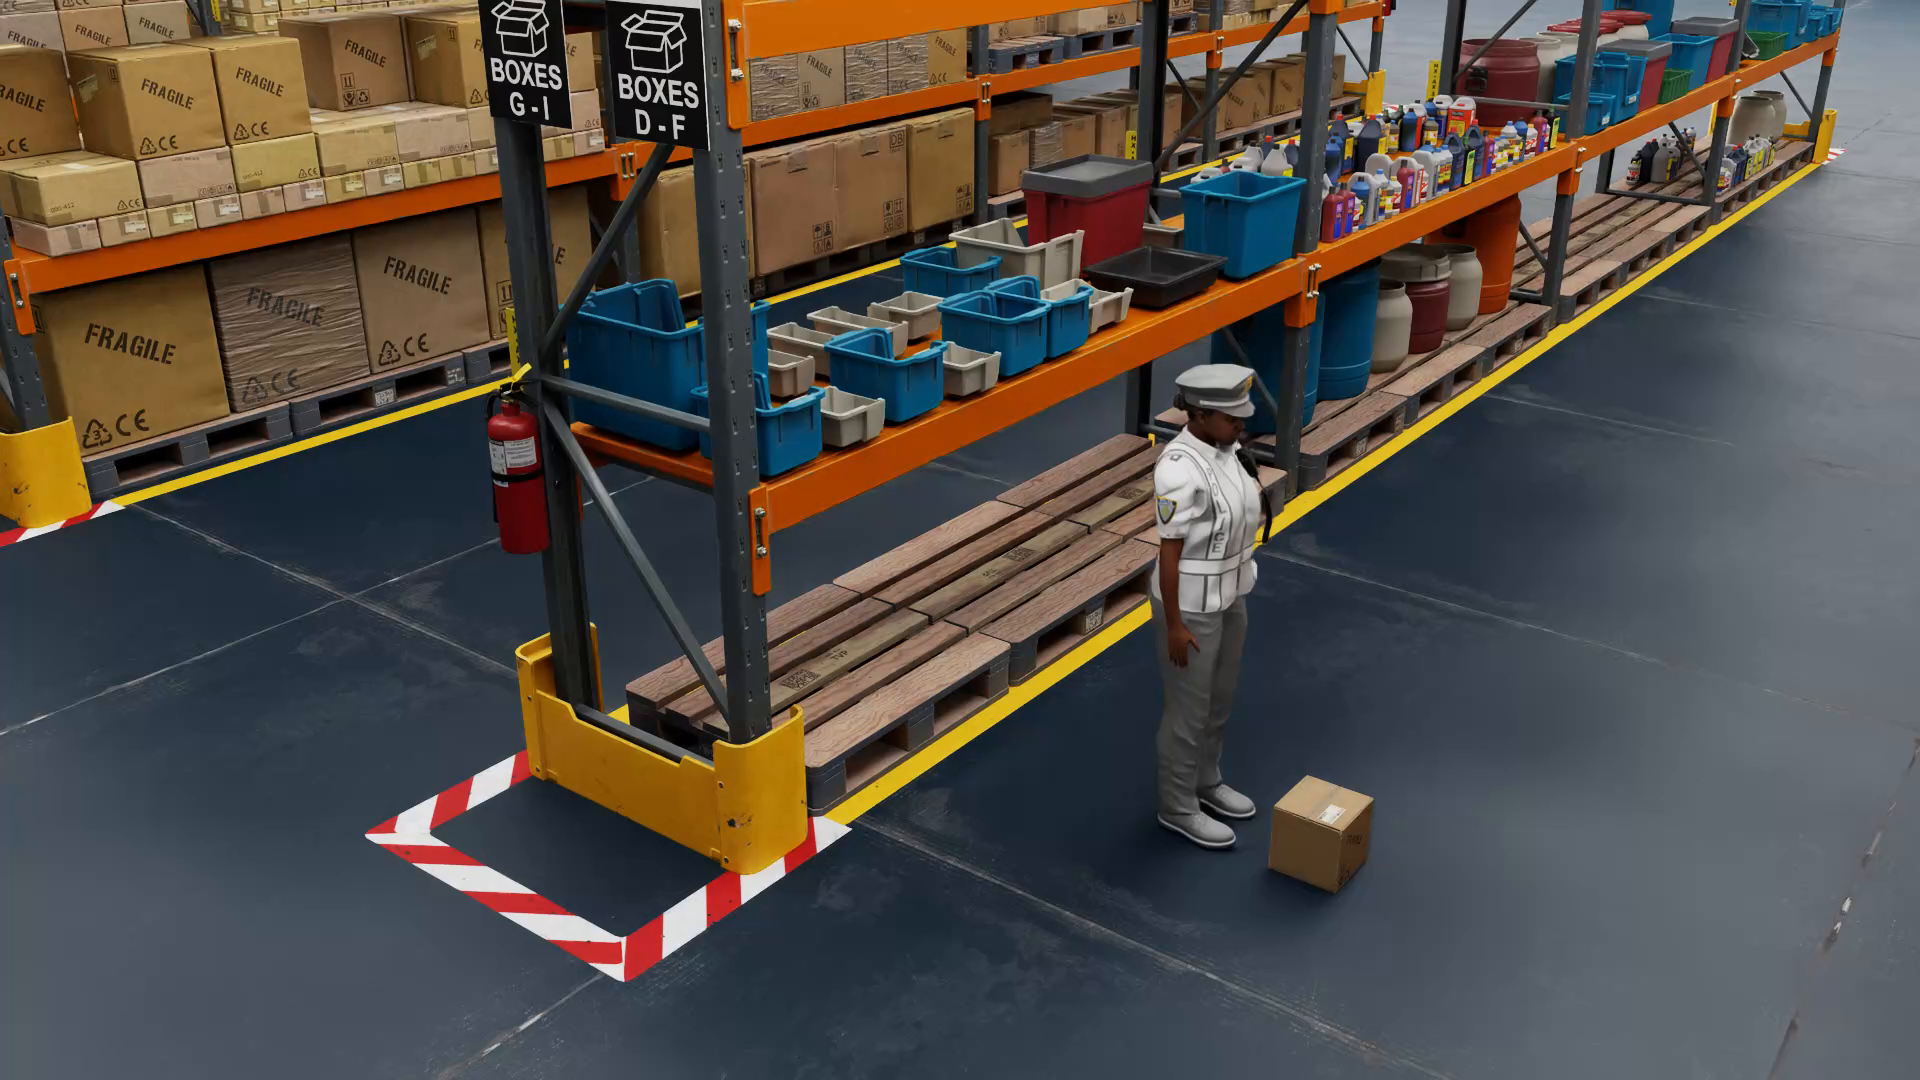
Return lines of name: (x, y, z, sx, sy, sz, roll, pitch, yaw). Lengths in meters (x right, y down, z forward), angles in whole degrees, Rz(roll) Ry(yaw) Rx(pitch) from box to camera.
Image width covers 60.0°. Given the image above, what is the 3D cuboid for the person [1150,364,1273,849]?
person: (0.851, 0.226, 5.624, 0.397, 1.677, 0.463, 17, 29, 34)
